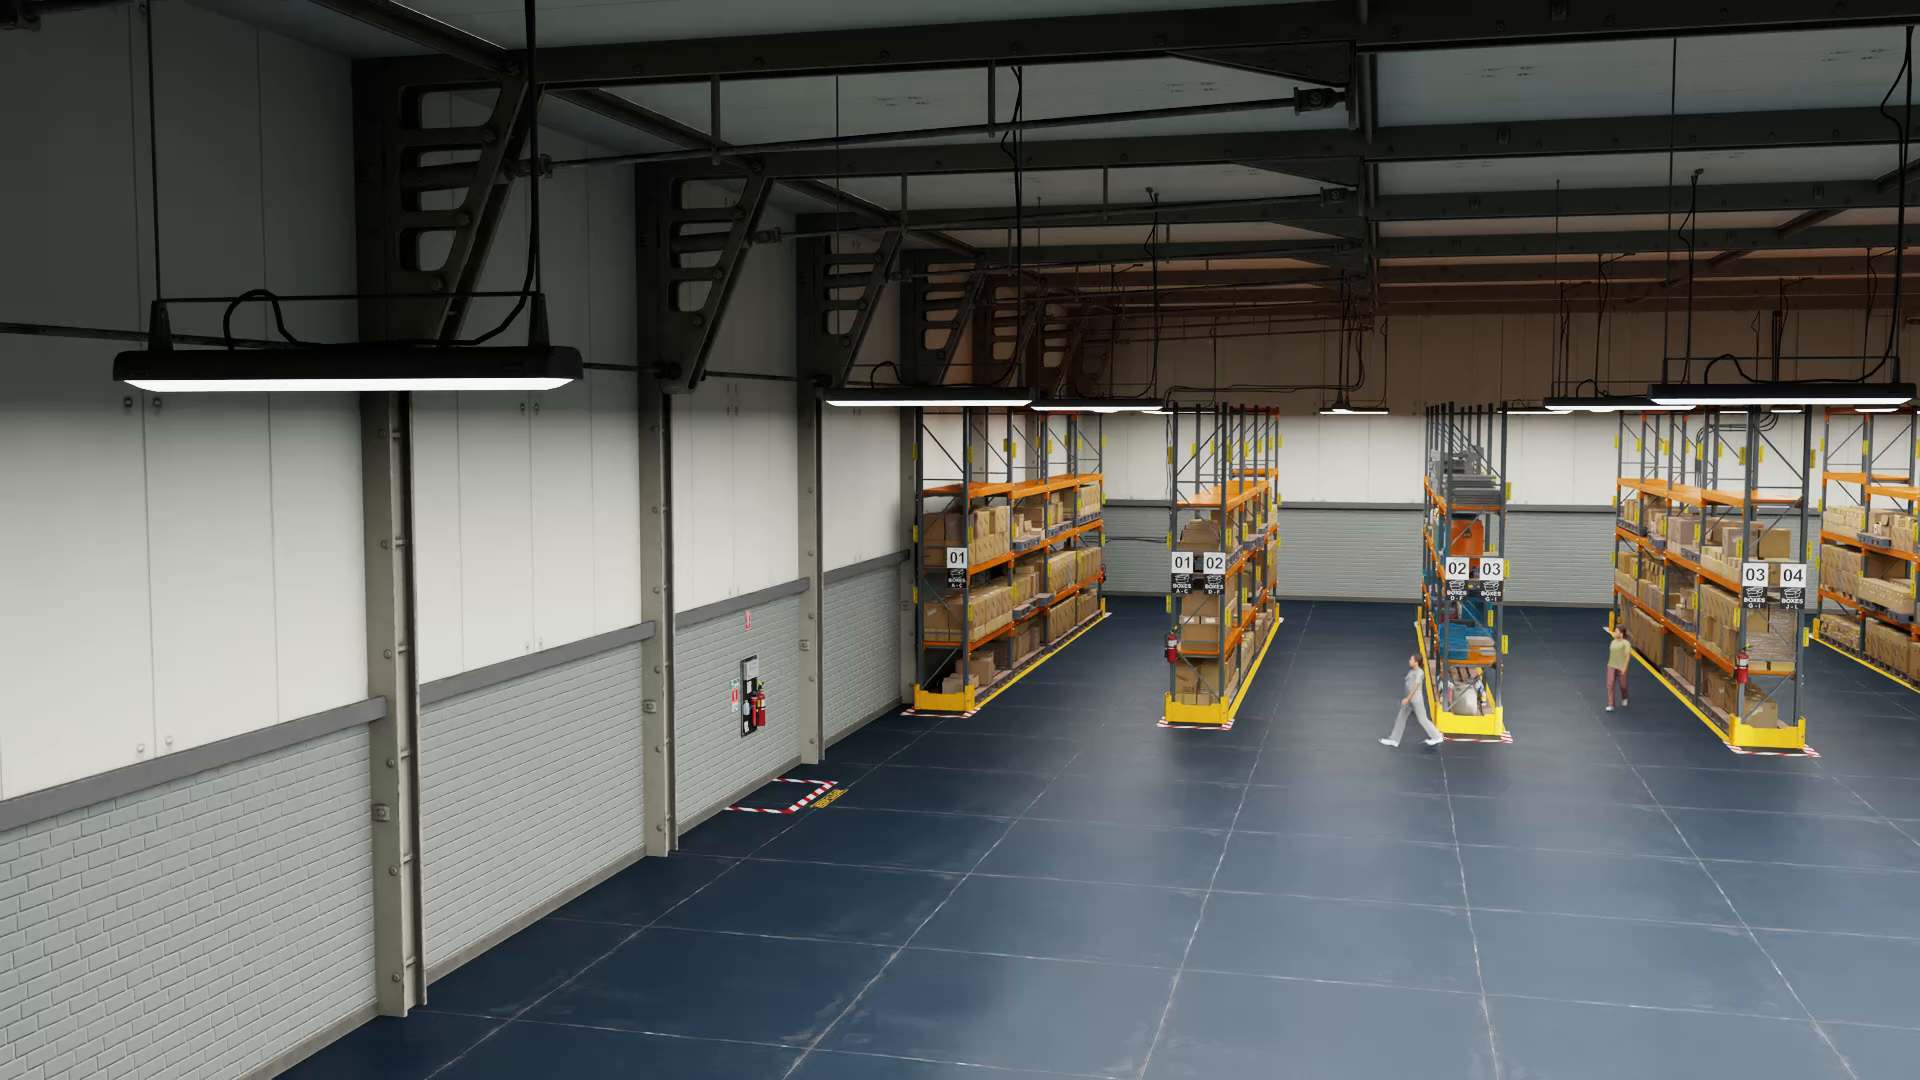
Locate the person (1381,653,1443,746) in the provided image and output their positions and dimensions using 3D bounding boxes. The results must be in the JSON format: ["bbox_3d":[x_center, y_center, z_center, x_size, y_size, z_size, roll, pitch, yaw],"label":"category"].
[{"bbox_3d":[7.858,2.776,28.842,1.023,1.629,0.442,-1,4,-8],"label":"person"}]

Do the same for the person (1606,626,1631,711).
[{"bbox_3d":[12.877,2.495,32.488,0.439,1.630,0.857,3,5,31],"label":"person"}]
